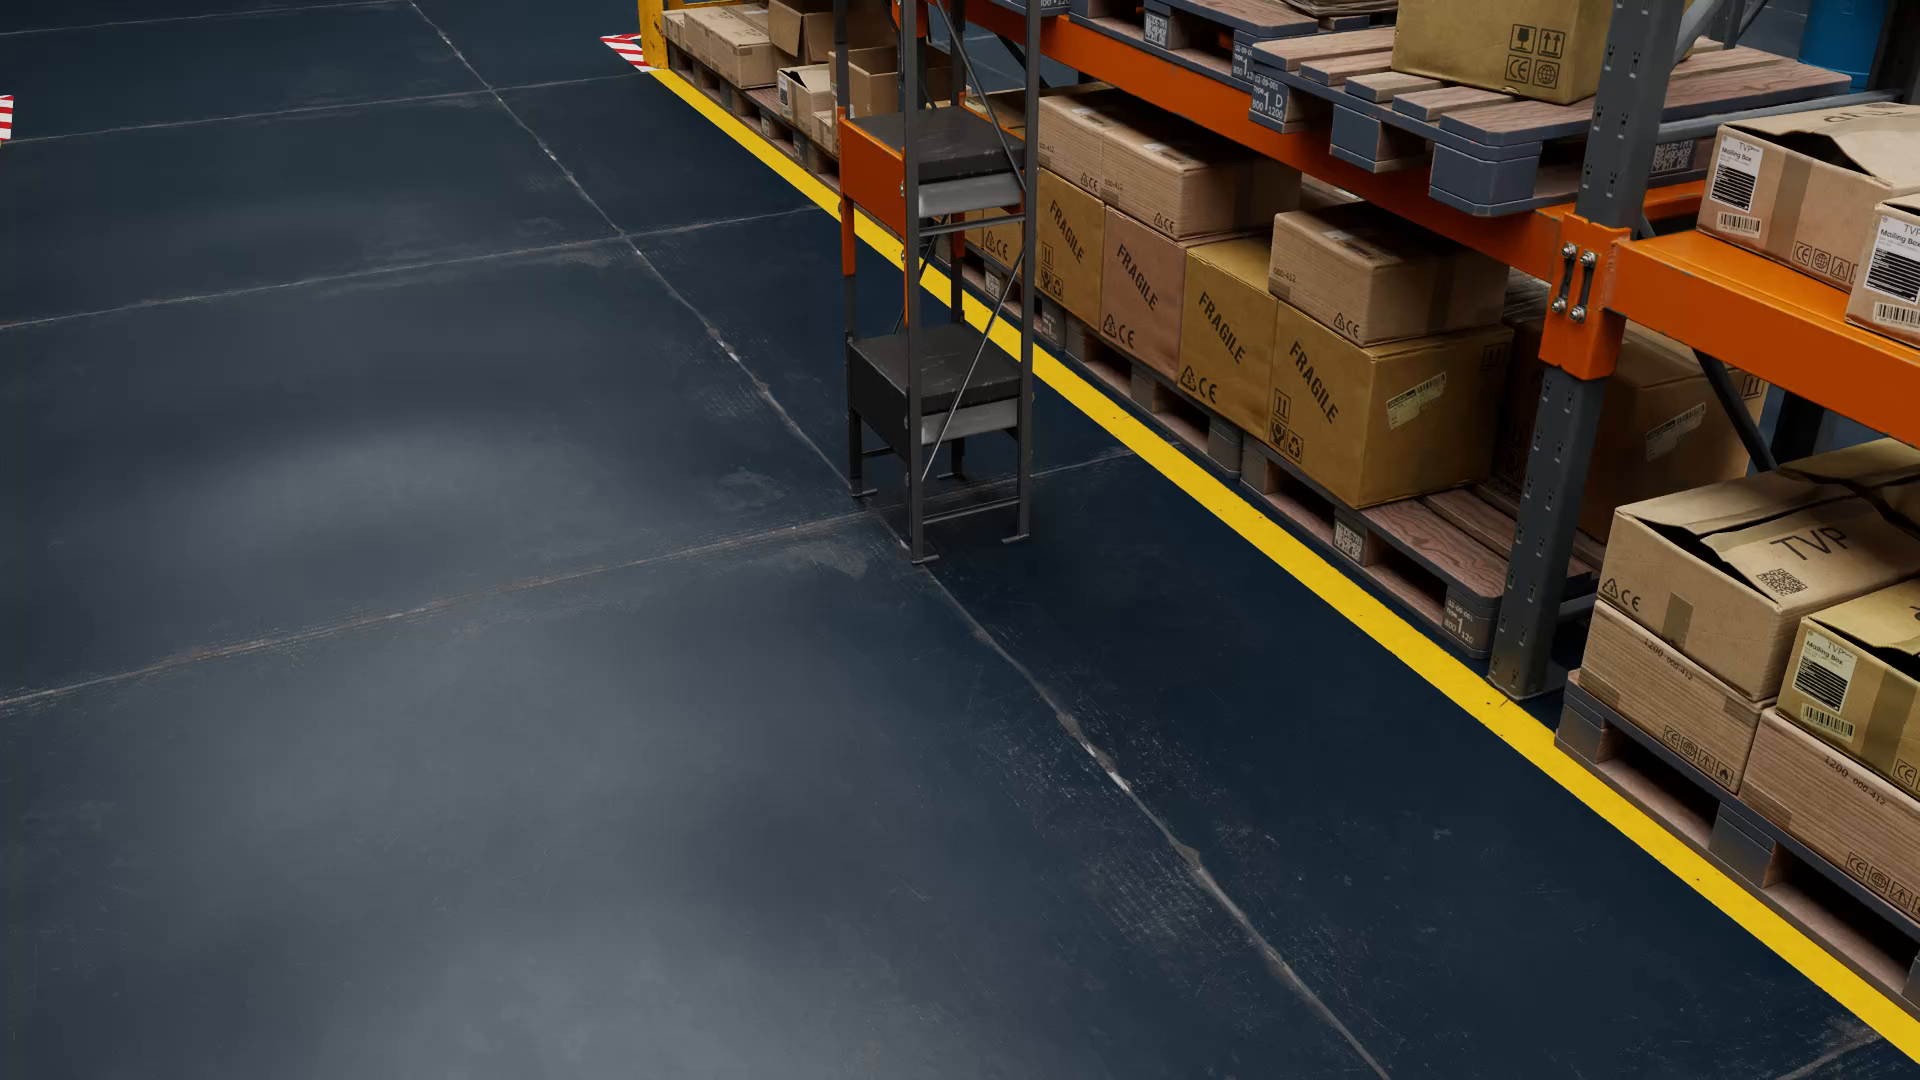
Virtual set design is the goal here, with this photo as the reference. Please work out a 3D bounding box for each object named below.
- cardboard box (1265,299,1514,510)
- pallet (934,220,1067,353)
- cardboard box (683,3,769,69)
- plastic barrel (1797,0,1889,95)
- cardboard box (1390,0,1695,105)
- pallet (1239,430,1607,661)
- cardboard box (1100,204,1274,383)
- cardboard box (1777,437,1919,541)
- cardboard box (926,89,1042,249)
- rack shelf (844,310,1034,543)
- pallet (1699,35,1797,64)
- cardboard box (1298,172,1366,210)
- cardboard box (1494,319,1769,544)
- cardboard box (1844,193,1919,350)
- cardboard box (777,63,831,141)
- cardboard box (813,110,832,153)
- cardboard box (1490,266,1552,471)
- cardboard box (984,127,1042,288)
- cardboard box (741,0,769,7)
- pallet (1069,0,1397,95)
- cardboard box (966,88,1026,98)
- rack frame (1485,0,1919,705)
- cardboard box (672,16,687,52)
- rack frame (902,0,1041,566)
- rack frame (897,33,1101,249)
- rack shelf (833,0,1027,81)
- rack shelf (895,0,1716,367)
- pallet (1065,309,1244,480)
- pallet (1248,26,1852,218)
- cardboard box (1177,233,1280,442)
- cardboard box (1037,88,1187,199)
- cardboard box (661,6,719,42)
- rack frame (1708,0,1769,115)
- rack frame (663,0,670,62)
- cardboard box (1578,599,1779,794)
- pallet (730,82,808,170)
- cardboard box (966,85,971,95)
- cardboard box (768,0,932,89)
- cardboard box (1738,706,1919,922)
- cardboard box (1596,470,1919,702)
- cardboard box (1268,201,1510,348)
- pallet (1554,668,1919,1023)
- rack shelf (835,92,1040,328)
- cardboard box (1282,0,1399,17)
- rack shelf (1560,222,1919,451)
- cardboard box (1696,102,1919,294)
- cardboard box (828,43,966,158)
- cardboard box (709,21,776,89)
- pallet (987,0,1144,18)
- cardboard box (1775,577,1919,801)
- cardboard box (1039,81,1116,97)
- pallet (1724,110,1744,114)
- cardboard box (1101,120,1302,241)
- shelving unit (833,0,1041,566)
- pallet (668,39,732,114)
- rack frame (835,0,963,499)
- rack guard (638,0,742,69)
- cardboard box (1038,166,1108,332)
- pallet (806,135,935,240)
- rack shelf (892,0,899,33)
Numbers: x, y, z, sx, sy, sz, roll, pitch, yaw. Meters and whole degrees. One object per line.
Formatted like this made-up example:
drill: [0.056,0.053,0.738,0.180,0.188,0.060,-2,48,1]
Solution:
cardboard box: [1.305,-0.464,5.117,0.500,0.500,0.500,-12,31,-20]
pallet: [0.585,-1.198,7.171,1.003,0.211,1.213,-13,32,-22]
cardboard box: [-1.324,-3.004,9.903,0.500,0.250,0.500,-13,32,-22]
plastic barrel: [4.895,-2.828,8.942,0.600,0.901,0.708,-13,32,-22]
cardboard box: [1.546,-1.480,4.291,0.700,0.500,0.500,-26,38,-38]
pallet: [1.632,-0.120,5.248,1.003,0.211,1.213,-13,32,-22]
cardboard box: [0.852,-0.923,5.936,0.500,0.500,0.500,-14,32,-24]
cardboard box: [2.366,-0.047,4.076,0.500,0.311,0.500,-12,32,-21]
cardboard box: [0.189,-1.602,7.147,0.500,0.500,0.500,-15,32,-24]
rack shelf: [-0.071,-0.367,5.216,0.431,0.518,0.480,-13,32,-22]
pallet: [4.326,-2.904,10.214,1.003,0.211,1.213,-13,32,-22]
cardboard box: [1.312,-1.043,6.150,0.500,0.500,0.500,-14,32,-24]
cardboard box: [1.981,-0.361,4.933,0.500,0.500,0.500,-12,31,-20]
cardboard box: [2.127,-0.524,3.209,0.500,0.311,0.500,-13,32,-23]
cardboard box: [-0.622,-2.308,8.599,0.500,0.311,0.500,-13,32,-22]
cardboard box: [-0.515,-2.059,8.320,0.380,0.149,0.250,-13,32,-22]
cardboard box: [1.751,-0.591,5.344,0.500,0.500,0.500,-14,32,-24]
cardboard box: [0.428,-1.369,6.730,0.500,0.500,0.500,-13,32,-21]
cardboard box: [-1.060,-3.446,10.434,0.500,0.500,0.500,-13,32,-22]
pallet: [1.079,-1.773,5.541,1.003,0.211,1.213,-13,32,-22]
cardboard box: [0.216,-2.016,8.077,0.500,0.311,0.500,-13,32,-22]
rack frame: [1.918,-0.999,3.964,1.000,3.000,0.127,-13,32,-22]
cardboard box: [-1.539,-3.121,10.196,0.380,0.166,0.250,-13,32,-22]
rack frame: [0.034,-0.881,4.675,0.400,2.100,0.015,-13,32,-22]
rack frame: [0.201,-2.766,7.115,1.000,3.000,0.127,-13,32,-22]
rack shelf: [-0.071,-1.588,4.531,0.431,0.518,0.480,-13,32,-22]
rack shelf: [1.060,-1.568,5.715,1.077,0.370,4.000,-13,32,-22]
pallet: [1.112,-0.658,6.208,1.003,0.211,1.213,-13,32,-22]
pallet: [1.564,-1.200,4.519,1.213,0.211,1.003,-13,32,-22]
cardboard box: [1.083,-0.693,5.524,0.500,0.500,0.500,-14,32,-24]
cardboard box: [0.618,-1.488,6.175,0.500,0.250,0.500,-13,32,-22]
cardboard box: [-1.647,-3.224,10.397,0.380,0.149,0.250,-13,32,-22]
rack frame: [4.676,-3.804,8.967,1.000,3.000,0.127,-13,32,-22]
rack frame: [-1.516,-4.532,10.266,1.000,3.000,0.127,-13,32,-22]
cardboard box: [1.878,0.311,4.011,0.500,0.250,0.500,-13,32,-22]
pallet: [-0.620,-2.392,9.301,1.003,0.211,1.213,-13,32,-22]
cardboard box: [-0.164,-2.332,8.790,0.380,0.166,0.250,-13,32,-22]
cardboard box: [-0.610,-2.697,9.096,0.797,0.503,0.637,-13,32,-22]
cardboard box: [2.095,0.532,3.616,0.500,0.250,0.500,-14,32,-23]
cardboard box: [1.878,0.066,3.874,0.500,0.311,0.500,-12,31,-20]
cardboard box: [1.277,-0.815,4.976,0.500,0.250,0.500,-12,31,-20]
pallet: [2.237,0.589,3.983,1.003,0.211,1.213,-13,32,-22]
rack shelf: [-0.071,-0.977,4.874,0.431,0.518,0.480,-13,32,-22]
cardboard box: [1.326,-1.924,5.083,0.700,0.500,0.500,-7,30,-13]
rack shelf: [2.777,0.199,2.564,1.077,0.370,4.000,-13,32,-22]
cardboard box: [2.035,-0.790,3.683,0.500,0.311,0.500,-11,31,-19]
cardboard box: [-0.300,-2.059,7.961,0.500,0.500,0.500,-13,32,-22]
cardboard box: [-1.110,-2.784,9.509,0.500,0.250,0.500,-13,32,-22]
pallet: [0.446,-2.306,6.492,1.003,0.211,1.213,-13,32,-22]
cardboard box: [2.111,0.296,3.463,0.500,0.311,0.500,-14,32,-23]
cardboard box: [0.672,-1.709,7.337,0.500,0.500,0.500,-13,32,-22]
pallet: [4.970,-2.238,9.025,1.003,0.211,1.213,-13,32,-22]
cardboard box: [0.834,-1.266,5.780,0.500,0.250,0.500,-14,32,-23]
shelving unit: [-0.071,-0.989,4.867,0.431,2.100,0.503,-13,32,-22]
pallet: [-1.140,-2.931,10.261,1.003,0.211,1.213,-13,32,-22]
rack frame: [-0.176,-1.097,5.059,0.400,2.100,0.015,-13,32,-22]
rack guard: [-1.483,-3.409,10.818,1.175,0.500,0.348,-13,32,-22]
cardboard box: [0.636,-1.147,6.334,0.500,0.500,0.500,-13,32,-21]
pallet: [-0.093,-1.853,8.338,1.003,0.211,1.213,-13,32,-22]
rack shelf: [-0.657,-3.335,8.867,1.077,0.370,4.000,-13,32,-22]
